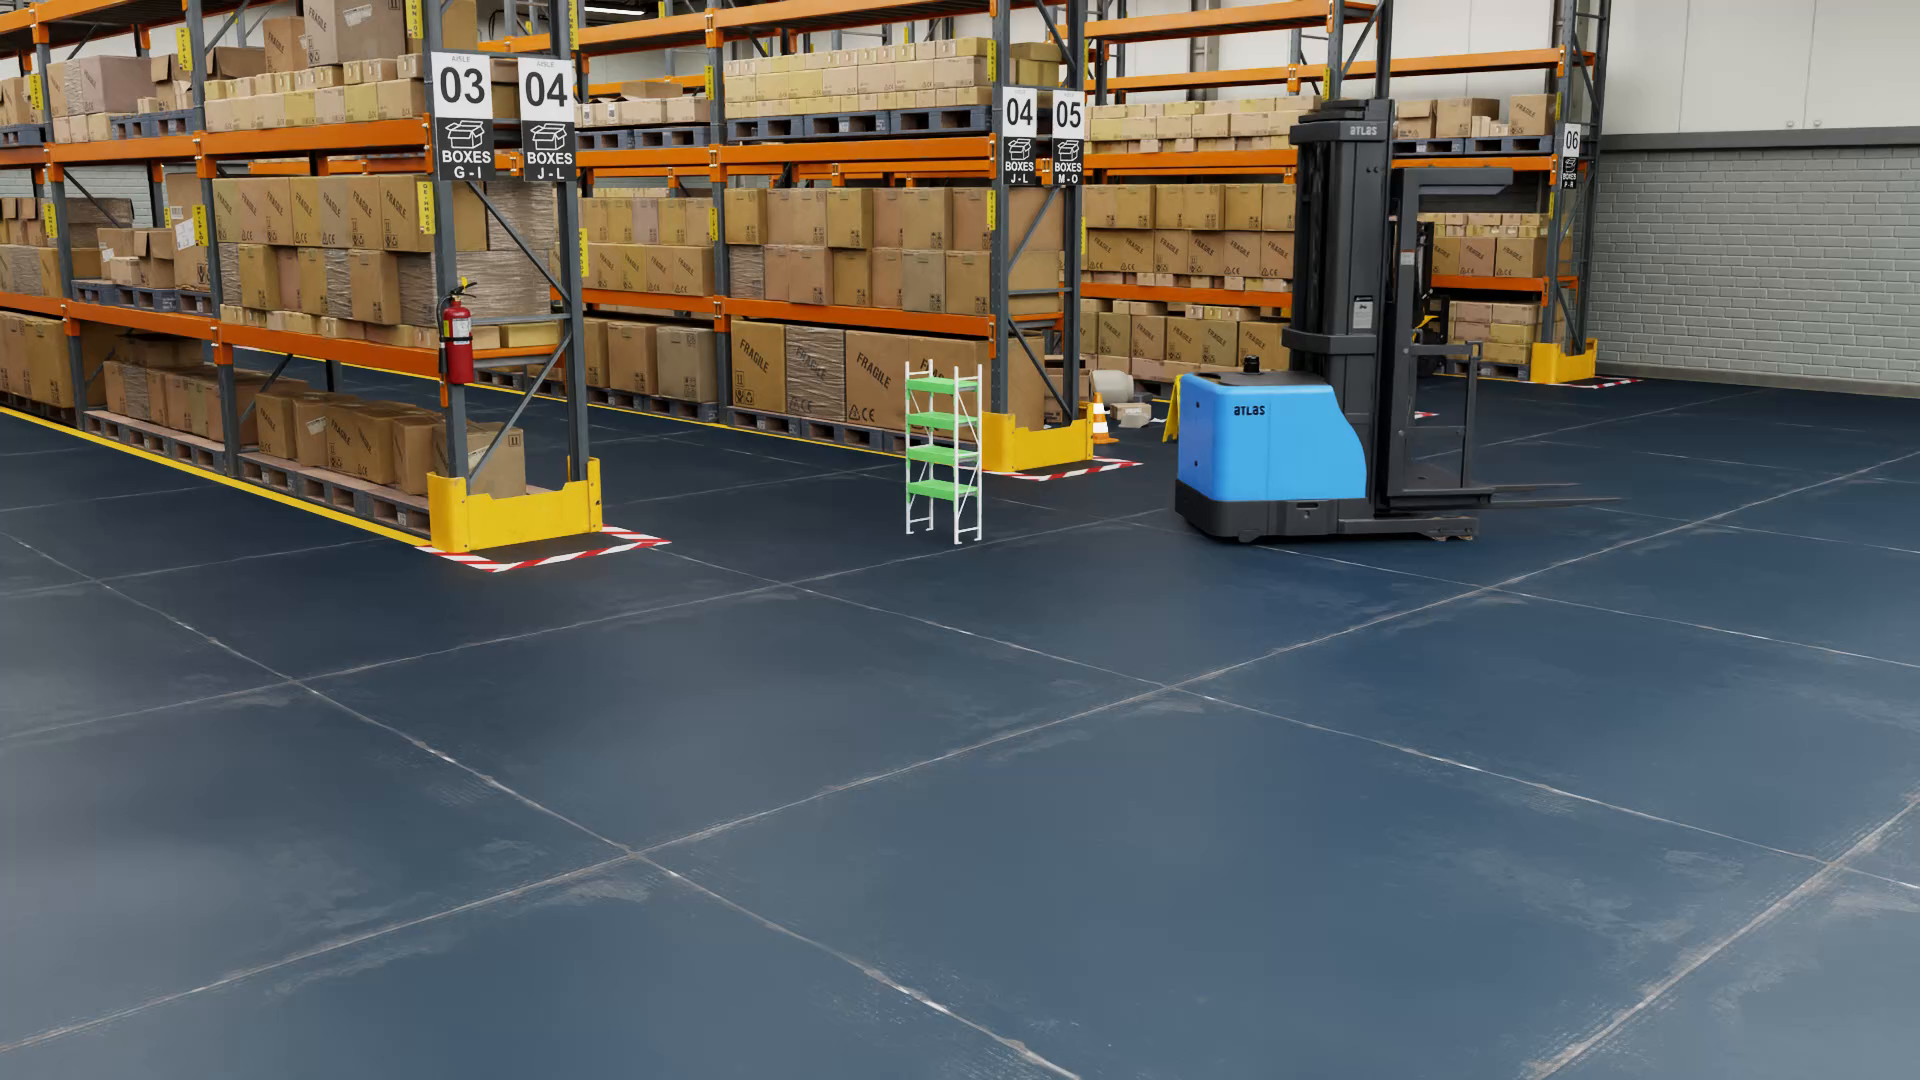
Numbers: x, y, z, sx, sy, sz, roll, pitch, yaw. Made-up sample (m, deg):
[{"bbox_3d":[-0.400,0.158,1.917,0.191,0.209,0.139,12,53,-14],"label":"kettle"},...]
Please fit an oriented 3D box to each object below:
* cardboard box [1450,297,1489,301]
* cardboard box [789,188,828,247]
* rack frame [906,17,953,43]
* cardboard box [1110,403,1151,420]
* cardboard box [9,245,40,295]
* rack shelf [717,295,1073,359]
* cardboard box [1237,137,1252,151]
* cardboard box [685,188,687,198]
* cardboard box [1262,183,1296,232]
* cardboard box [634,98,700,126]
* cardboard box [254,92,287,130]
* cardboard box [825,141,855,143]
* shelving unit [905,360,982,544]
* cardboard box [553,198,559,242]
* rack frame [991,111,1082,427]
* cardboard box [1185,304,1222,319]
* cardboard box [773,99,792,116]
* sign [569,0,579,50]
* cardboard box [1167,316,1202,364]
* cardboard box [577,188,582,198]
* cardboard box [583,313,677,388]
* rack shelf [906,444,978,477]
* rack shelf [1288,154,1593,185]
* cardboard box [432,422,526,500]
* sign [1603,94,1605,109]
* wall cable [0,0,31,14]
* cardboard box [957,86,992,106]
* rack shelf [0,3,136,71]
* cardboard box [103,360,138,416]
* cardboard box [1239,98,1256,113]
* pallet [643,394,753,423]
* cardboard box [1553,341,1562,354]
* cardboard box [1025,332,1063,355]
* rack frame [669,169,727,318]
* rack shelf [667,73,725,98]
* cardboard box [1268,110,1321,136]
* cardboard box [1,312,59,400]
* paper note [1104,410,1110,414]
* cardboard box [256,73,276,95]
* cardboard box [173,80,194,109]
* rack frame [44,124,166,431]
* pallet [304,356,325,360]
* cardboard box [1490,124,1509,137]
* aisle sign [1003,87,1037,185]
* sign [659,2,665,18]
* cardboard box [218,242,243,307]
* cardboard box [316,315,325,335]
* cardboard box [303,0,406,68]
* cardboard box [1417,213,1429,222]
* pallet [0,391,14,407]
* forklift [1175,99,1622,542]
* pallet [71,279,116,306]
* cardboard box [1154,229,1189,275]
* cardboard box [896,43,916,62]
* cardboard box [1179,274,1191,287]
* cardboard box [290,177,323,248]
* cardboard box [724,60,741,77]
[{"bbox_3d":[6.884,-3.138,22.504,0.500,0.250,0.500,-11,16,-43],"label":"cardboard box"},{"bbox_3d":[-1.129,-3.115,16.047,0.875,0.550,0.550,-11,16,-43],"label":"cardboard box"},{"bbox_3d":[-0.523,-8.235,29.084,1.000,3.000,0.127,-11,16,-43],"label":"rack frame"},{"bbox_3d":[1.811,-1.367,17.678,0.380,0.149,0.250,-3,12,-13],"label":"cardboard box"},{"bbox_3d":[-9.737,-2.876,17.688,0.500,0.500,0.500,11,16,43],"label":"cardboard box"},{"bbox_3d":[-0.715,-2.089,15.898,1.077,0.370,4.000,-11,16,-43],"label":"rack shelf"},{"bbox_3d":[3.247,-4.334,18.205,0.380,0.149,0.250,-11,16,-42],"label":"cardboard box"},{"bbox_3d":[-4.329,-5.579,26.723,0.380,0.149,0.250,-11,16,-42],"label":"cardboard box"},{"bbox_3d":[3.666,-3.582,17.902,0.500,0.500,0.700,11,16,44],"label":"cardboard box"},{"bbox_3d":[-3.108,-4.533,17.628,0.500,0.250,0.500,-11,16,-43],"label":"cardboard box"},{"bbox_3d":[-4.923,-3.200,12.449,0.500,0.250,0.500,11,16,43],"label":"cardboard box"},{"bbox_3d":[-1.718,-5.781,23.305,0.637,0.503,0.797,11,16,42],"label":"cardboard box"},{"bbox_3d":[-0.114,-0.612,11.408,0.258,1.200,0.503,-11,16,-43],"label":"shelving unit"},{"bbox_3d":[-4.556,-3.788,19.640,0.700,0.500,0.500,-11,16,-43],"label":"cardboard box"},{"bbox_3d":[0.666,-2.149,14.409,1.000,3.000,0.127,-11,16,-43],"label":"rack frame"},{"bbox_3d":[2.781,-2.598,18.896,0.380,0.149,0.250,-10,15,-40],"label":"cardboard box"},{"bbox_3d":[-1.566,-4.122,15.887,0.380,0.149,0.250,-11,16,-43],"label":"cardboard box"},{"bbox_3d":[-2.598,-3.446,11.102,0.100,0.325,0.005,-11,16,-43],"label":"sign"},{"bbox_3d":[2.728,-2.311,19.109,0.500,0.500,0.500,11,16,44],"label":"cardboard box"},{"bbox_3d":[-6.304,-5.837,27.974,0.250,0.149,0.380,11,16,43],"label":"cardboard box"},{"bbox_3d":[-3.897,-2.192,19.151,1.050,0.750,0.750,-11,16,-42],"label":"cardboard box"},{"bbox_3d":[-0.114,-0.549,11.421,0.258,0.148,0.480,-11,16,-43],"label":"rack shelf"},{"bbox_3d":[6.383,-4.955,22.375,1.077,0.370,4.000,-11,16,-43],"label":"rack shelf"},{"bbox_3d":[-3.410,-0.548,11.789,0.500,0.500,0.500,-7,14,-32],"label":"cardboard box"},{"bbox_3d":[8.170,-5.558,21.161,0.100,0.325,0.005,-11,16,-43],"label":"sign"},{"bbox_3d":[-15.452,-9.627,27.867,2.277,5.999,0.120,-11,16,-43],"label":"wall cable"},{"bbox_3d":[0.192,-3.751,14.086,0.380,0.149,0.250,-11,16,-43],"label":"cardboard box"},{"bbox_3d":[-9.897,-5.322,17.717,1.077,0.370,4.000,-11,16,-43],"label":"rack shelf"},{"bbox_3d":[-8.038,-1.536,16.540,0.500,0.500,0.700,11,16,42],"label":"cardboard box"},{"bbox_3d":[3.252,-4.720,18.102,0.380,0.149,0.250,-11,16,-42],"label":"cardboard box"},{"bbox_3d":[-2.683,-1.469,18.020,1.003,0.211,1.213,-11,16,-43],"label":"pallet"},{"bbox_3d":[7.566,-2.504,21.904,0.500,0.250,0.500,-11,16,-42],"label":"cardboard box"},{"bbox_3d":[1.050,-2.432,21.255,0.950,0.372,0.625,-11,16,-42],"label":"cardboard box"},{"bbox_3d":[-4.110,-4.605,26.329,1.000,3.000,0.127,-11,16,-43],"label":"rack frame"},{"bbox_3d":[-2.729,-6.703,24.420,1.077,0.370,4.000,-11,16,-43],"label":"rack shelf"},{"bbox_3d":[3.628,-4.432,17.691,0.500,0.250,0.500,-11,16,-43],"label":"cardboard box"},{"bbox_3d":[-9.587,-2.040,18.104,1.225,0.875,0.875,-11,16,-42],"label":"cardboard box"},{"bbox_3d":[1.606,-1.399,18.156,0.148,0.019,0.142,-5,13,-23],"label":"paper note"},{"bbox_3d":[-5.025,-3.404,12.451,0.380,0.149,0.250,-11,16,-44],"label":"cardboard box"},{"bbox_3d":[-6.475,-3.789,14.226,0.396,0.266,0.258,-10,15,-41],"label":"cardboard box"},{"bbox_3d":[-8.515,-2.640,16.793,1.000,3.000,0.127,-11,16,-43],"label":"rack frame"},{"bbox_3d":[-8.957,-2.806,24.507,1.003,0.211,1.213,-11,16,-43],"label":"pallet"},{"bbox_3d":[6.972,-5.225,21.240,0.250,0.149,0.380,11,16,44],"label":"cardboard box"},{"bbox_3d":[0.498,-3.370,13.894,0.394,0.787,0.004,-11,16,-43],"label":"aisle sign"},{"bbox_3d":[-4.529,-8.005,25.256,0.100,0.325,0.005,-11,16,-43],"label":"sign"},{"bbox_3d":[-5.487,-2.177,13.559,0.875,0.500,0.500,-11,16,-43],"label":"cardboard box"},{"bbox_3d":[-4.571,-1.613,12.429,0.380,0.149,0.250,-11,16,-43],"label":"cardboard box"},{"bbox_3d":[-4.244,-3.572,11.659,0.500,0.500,0.500,-11,16,-43],"label":"cardboard box"},{"bbox_3d":[6.301,-4.304,22.277,0.380,0.149,0.250,-11,16,-42],"label":"cardboard box"},{"bbox_3d":[-10.690,-1.756,19.412,1.003,0.211,1.213,-11,16,-43],"label":"pallet"},{"bbox_3d":[3.120,-1.531,11.580,3.031,2.935,1.130,-2,12,-8],"label":"forklift"},{"bbox_3d":[-7.946,-2.457,16.379,1.213,0.211,1.003,-11,16,-43],"label":"pallet"},{"bbox_3d":[2.581,-3.313,19.073,0.500,0.500,0.500,-11,16,-42],"label":"cardboard box"},{"bbox_3d":[-0.340,-4.254,14.550,0.380,0.149,0.250,-11,16,-42],"label":"cardboard box"},{"bbox_3d":[2.722,-2.981,19.070,0.380,0.149,0.250,-11,16,-43],"label":"cardboard box"},{"bbox_3d":[-4.582,-2.422,12.273,0.500,0.500,0.500,-11,16,-43],"label":"cardboard box"},{"bbox_3d":[-2.091,-4.624,16.345,0.380,0.149,0.250,-11,16,-42],"label":"cardboard box"}]
